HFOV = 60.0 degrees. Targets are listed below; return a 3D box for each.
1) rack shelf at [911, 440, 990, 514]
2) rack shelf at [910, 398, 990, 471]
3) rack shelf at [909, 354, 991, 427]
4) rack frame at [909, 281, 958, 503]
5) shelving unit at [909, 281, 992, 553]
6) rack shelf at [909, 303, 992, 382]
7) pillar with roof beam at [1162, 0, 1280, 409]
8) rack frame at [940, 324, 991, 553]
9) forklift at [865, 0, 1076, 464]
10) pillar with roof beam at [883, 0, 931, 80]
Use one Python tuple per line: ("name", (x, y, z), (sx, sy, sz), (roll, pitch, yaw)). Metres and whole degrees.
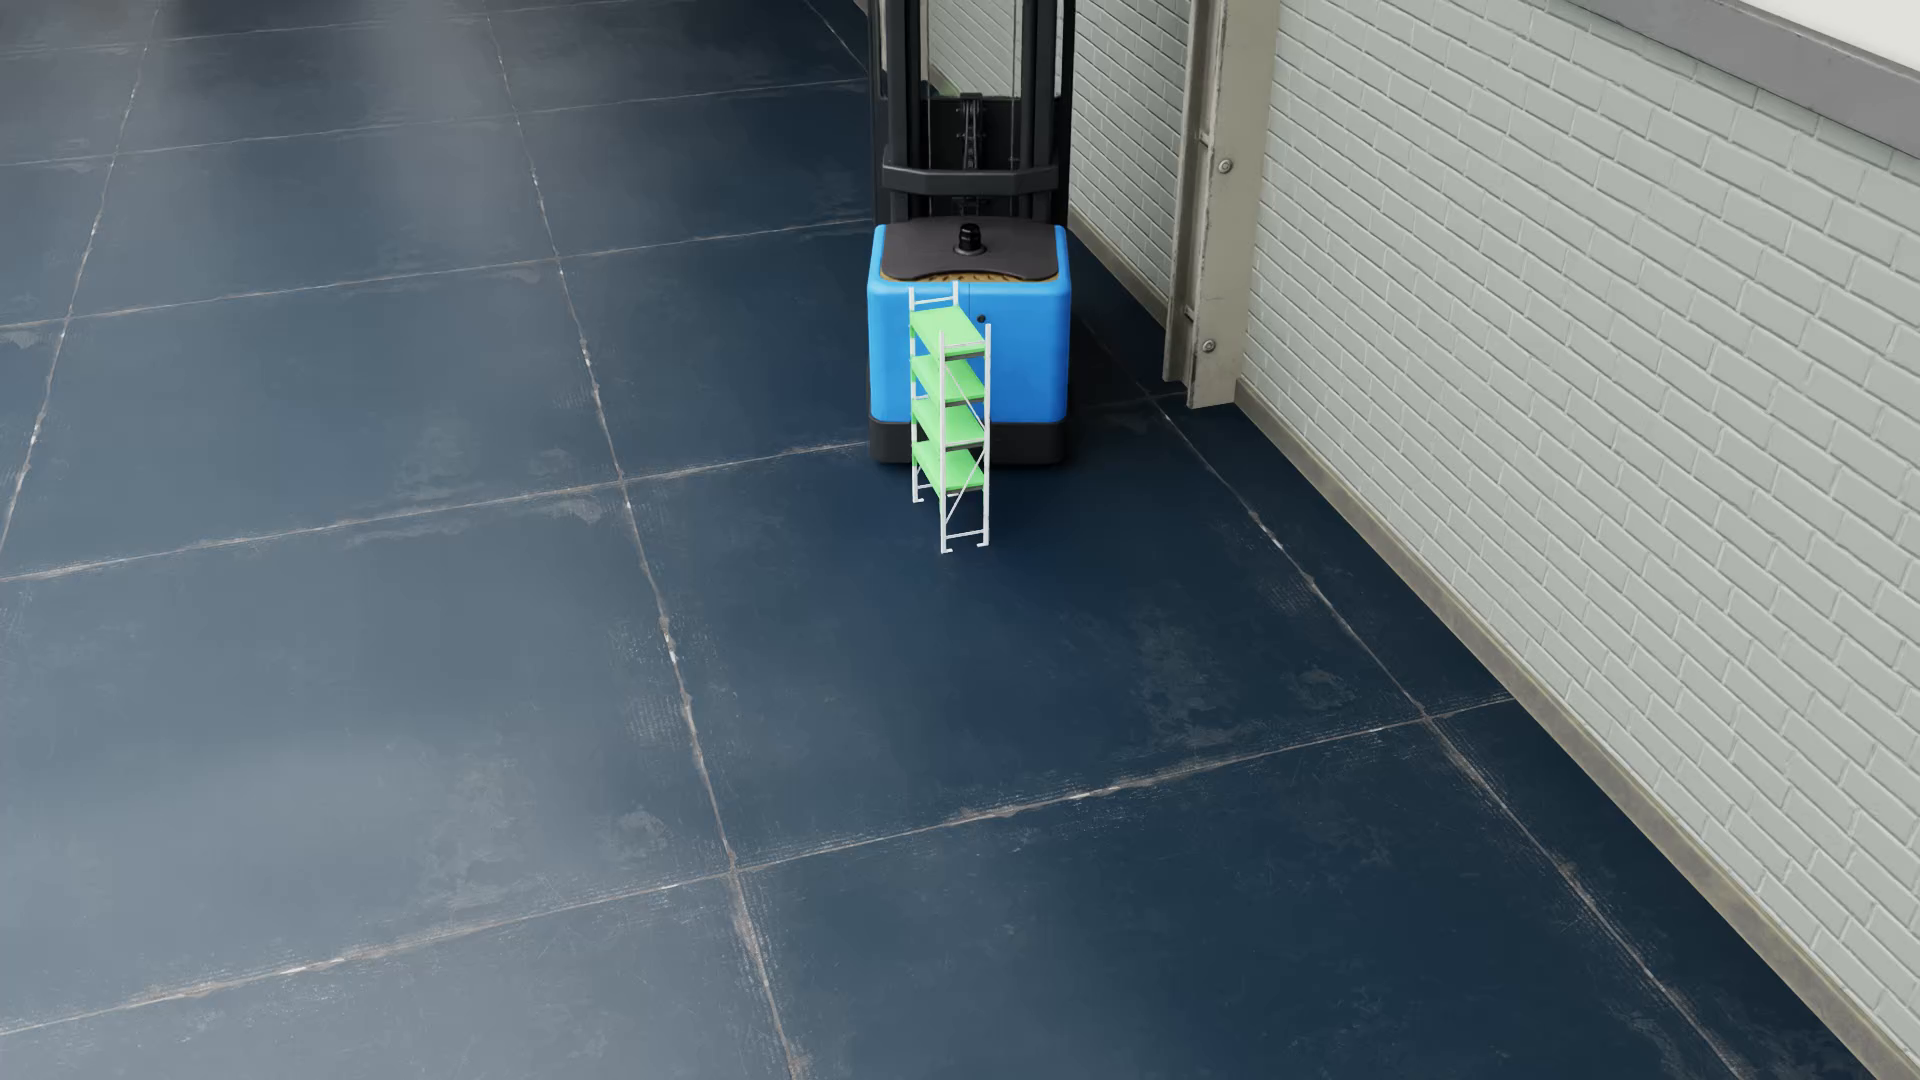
("rack shelf", (-0.051, -0.334, 8.218), (0.258, 0.148, 0.480), (-10, 35, -15))
("rack shelf", (-0.051, -0.534, 8.086), (0.258, 0.148, 0.480), (-10, 35, -15))
("rack shelf", (-0.051, -0.734, 7.954), (0.258, 0.148, 0.480), (-10, 35, -15))
("rack frame", (-0.125, -0.716, 8.245), (0.240, 1.200, 0.015), (-10, 35, -15))
("shelving unit", (-0.051, -0.587, 8.051), (0.258, 1.200, 0.503), (-10, 35, -15))
("rack shelf", (-0.051, -0.935, 7.821), (0.258, 0.148, 0.480), (-10, 35, -15))
("pillar with roof beam", (-2.718, -3.898, 5.987), (9.100, 9.000, 0.400), (-10, 35, -15))
("rack frame", (0.024, -0.459, 7.857), (0.240, 1.200, 0.015), (-10, 35, -15))
("forklift", (0.063, -2.400, 9.223), (1.130, 2.935, 3.031), (0, 33, 1))
("pillar with roof beam", (-4.548, -7.049, 10.754), (9.100, 9.000, 0.400), (-10, 35, -15))
